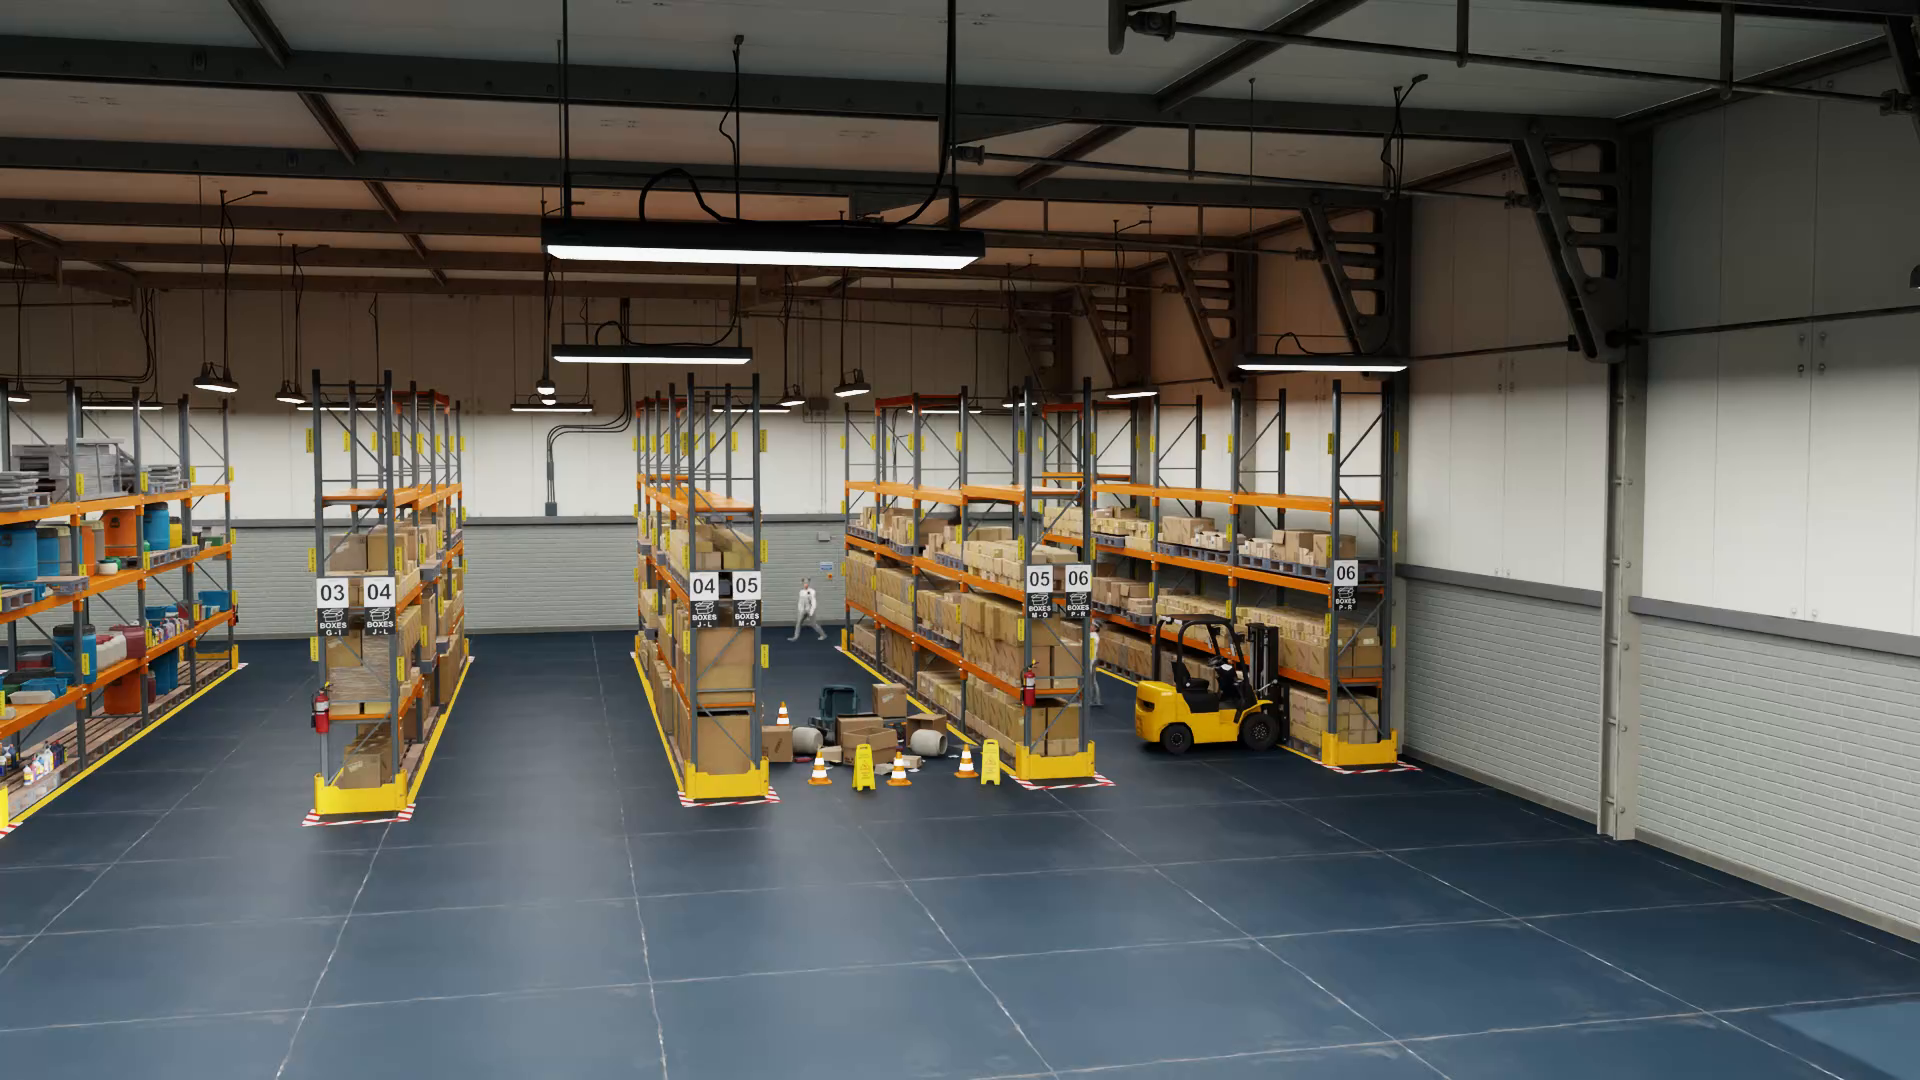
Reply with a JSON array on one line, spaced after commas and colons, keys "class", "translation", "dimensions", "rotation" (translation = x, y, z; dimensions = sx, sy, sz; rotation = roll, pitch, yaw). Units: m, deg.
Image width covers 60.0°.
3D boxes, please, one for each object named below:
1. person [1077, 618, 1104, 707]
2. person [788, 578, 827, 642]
[{"class": "person", "translation": [2.489, 2.337, 31.725], "dimensions": [0.479, 1.686, 0.535], "rotation": [1, 3, 11]}, {"class": "person", "translation": [-3.861, 1.770, 41.995], "dimensions": [0.957, 1.640, 0.541], "rotation": [-3, 4, -42]}]
